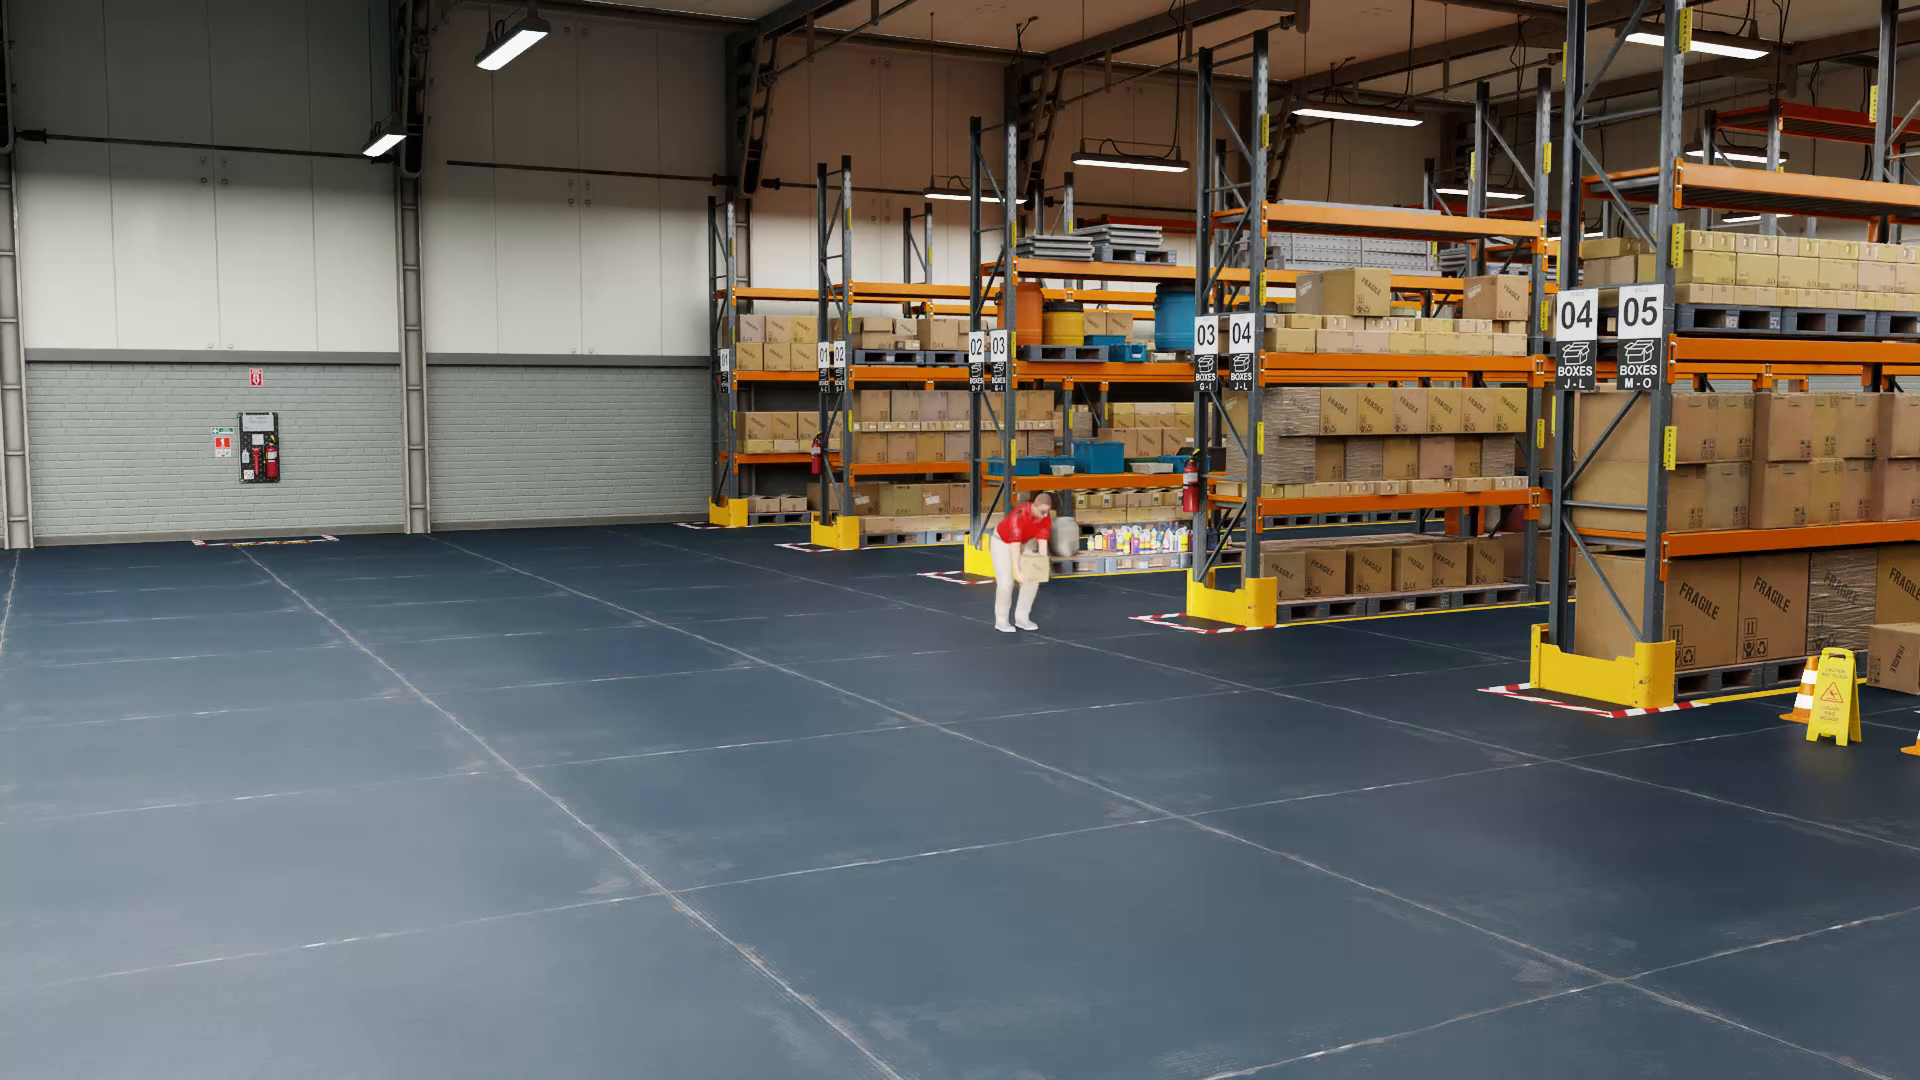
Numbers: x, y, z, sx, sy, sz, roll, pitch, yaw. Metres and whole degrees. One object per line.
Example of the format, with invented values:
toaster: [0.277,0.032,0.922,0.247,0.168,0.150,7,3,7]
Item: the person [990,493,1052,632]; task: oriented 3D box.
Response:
person: [0.641,0.220,16.666,0.478,1.414,0.843,-3,6,-30]
